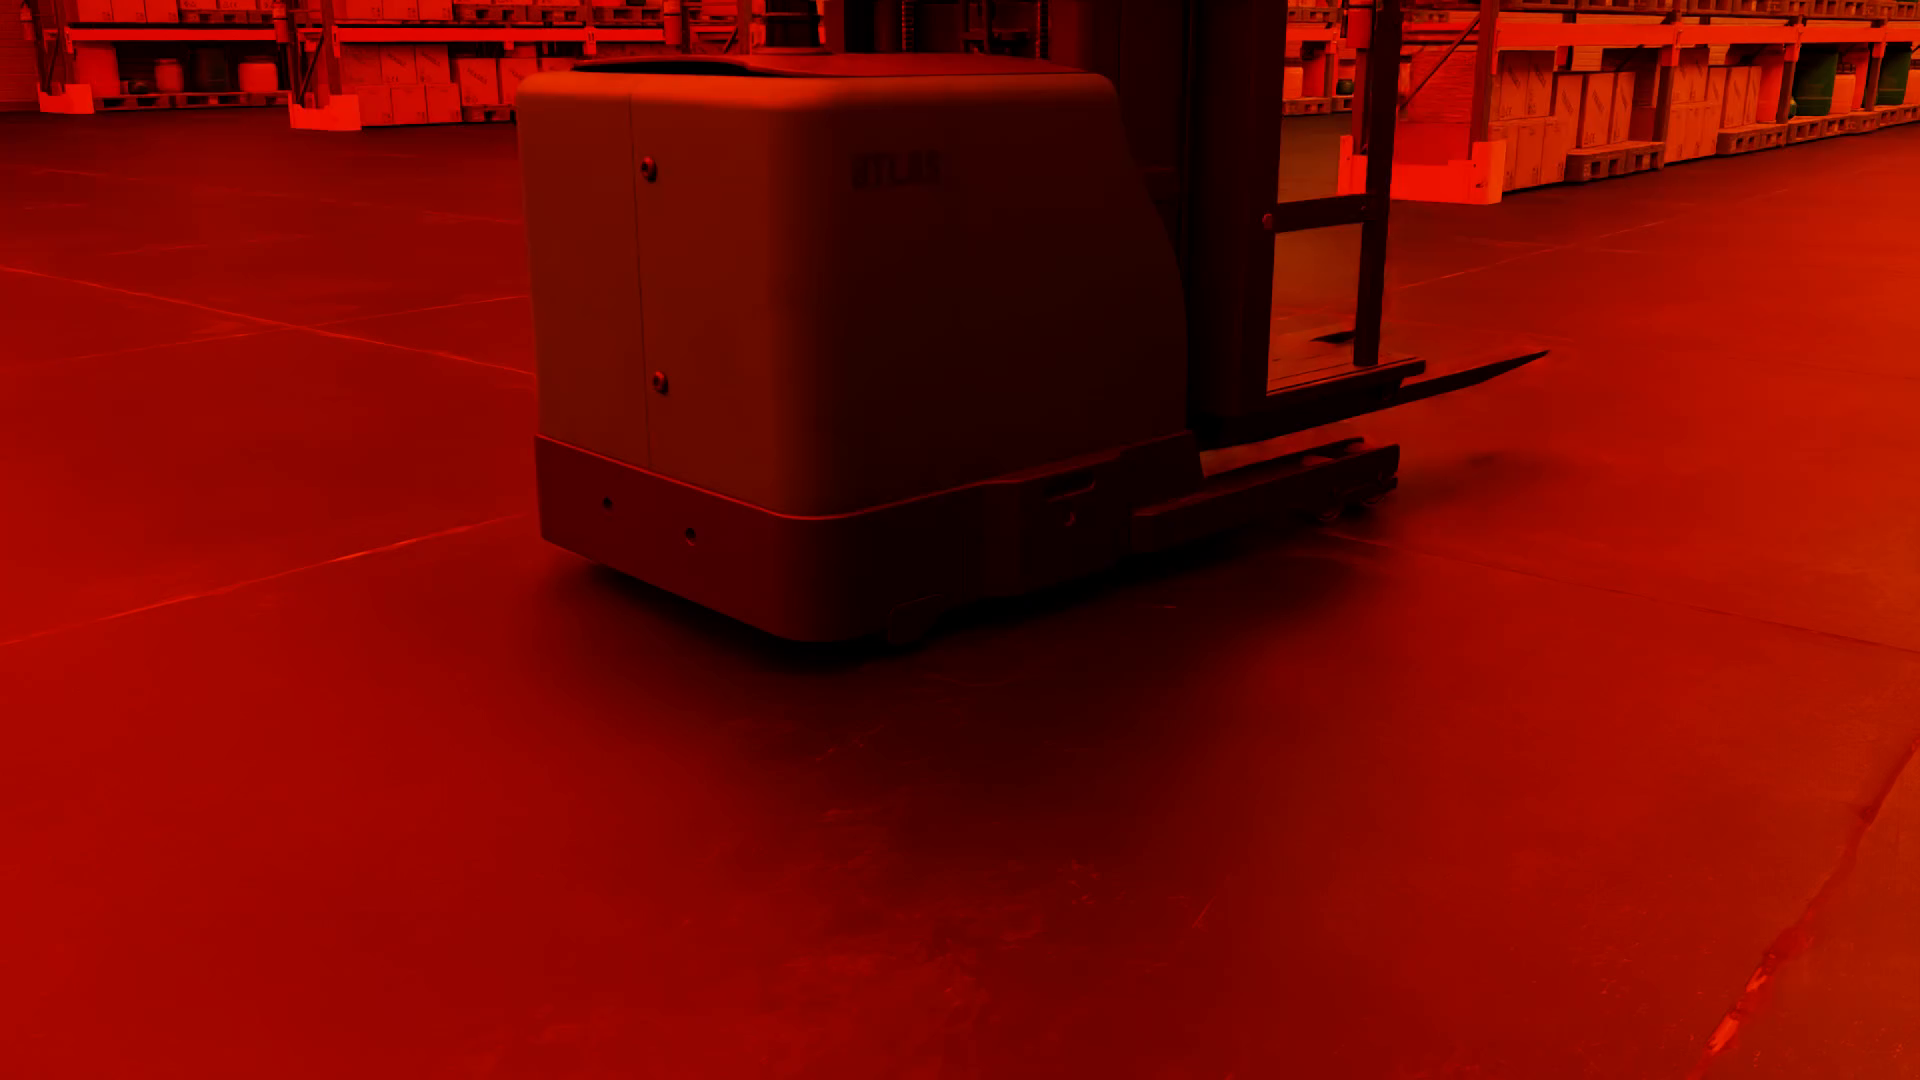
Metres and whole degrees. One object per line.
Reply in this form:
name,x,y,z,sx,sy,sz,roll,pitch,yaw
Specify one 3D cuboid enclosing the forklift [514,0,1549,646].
forklift,0.475,-1.543,3.978,3.031,2.935,1.130,-15,23,-41
